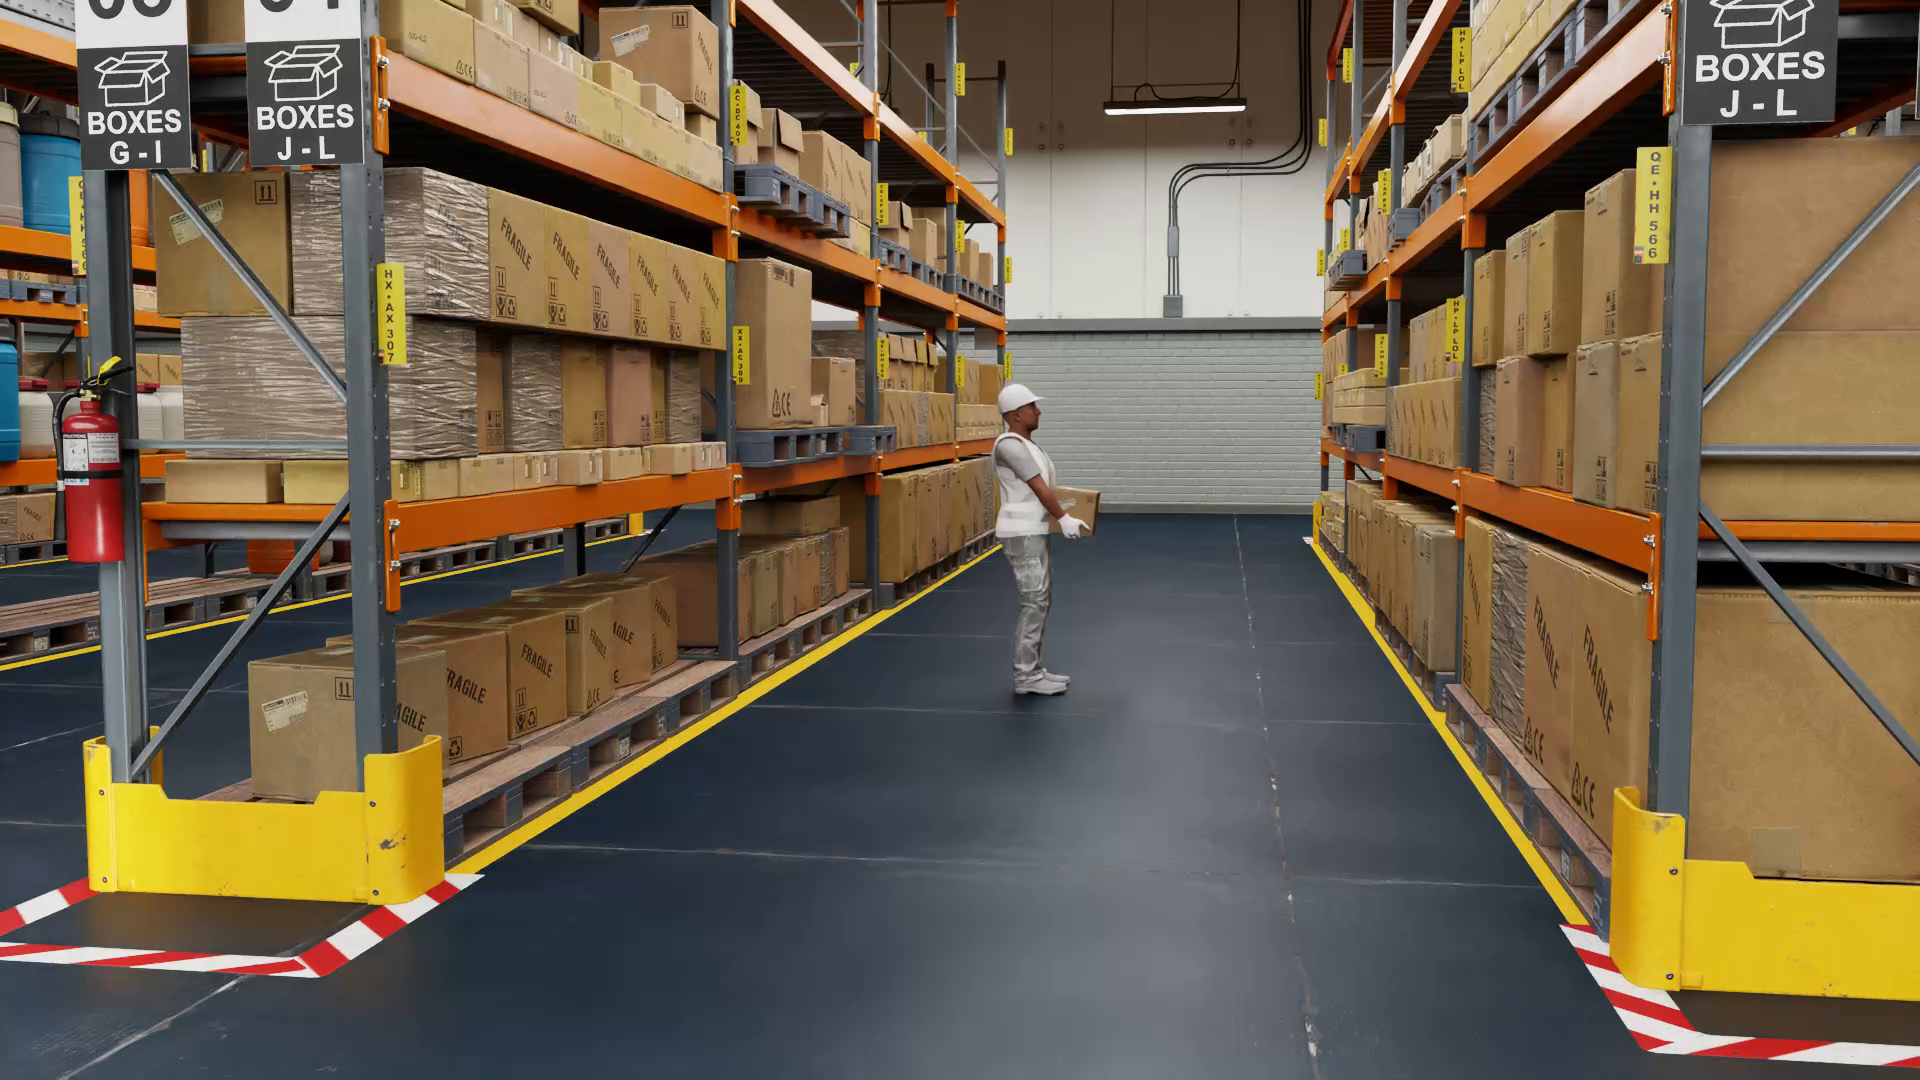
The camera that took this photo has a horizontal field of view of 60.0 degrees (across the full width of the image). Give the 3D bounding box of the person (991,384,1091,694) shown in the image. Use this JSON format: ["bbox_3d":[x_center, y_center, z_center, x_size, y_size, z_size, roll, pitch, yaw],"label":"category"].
[{"bbox_3d":[0.482,-0.012,9.637,0.575,1.778,0.487,1,4,9],"label":"person"}]
